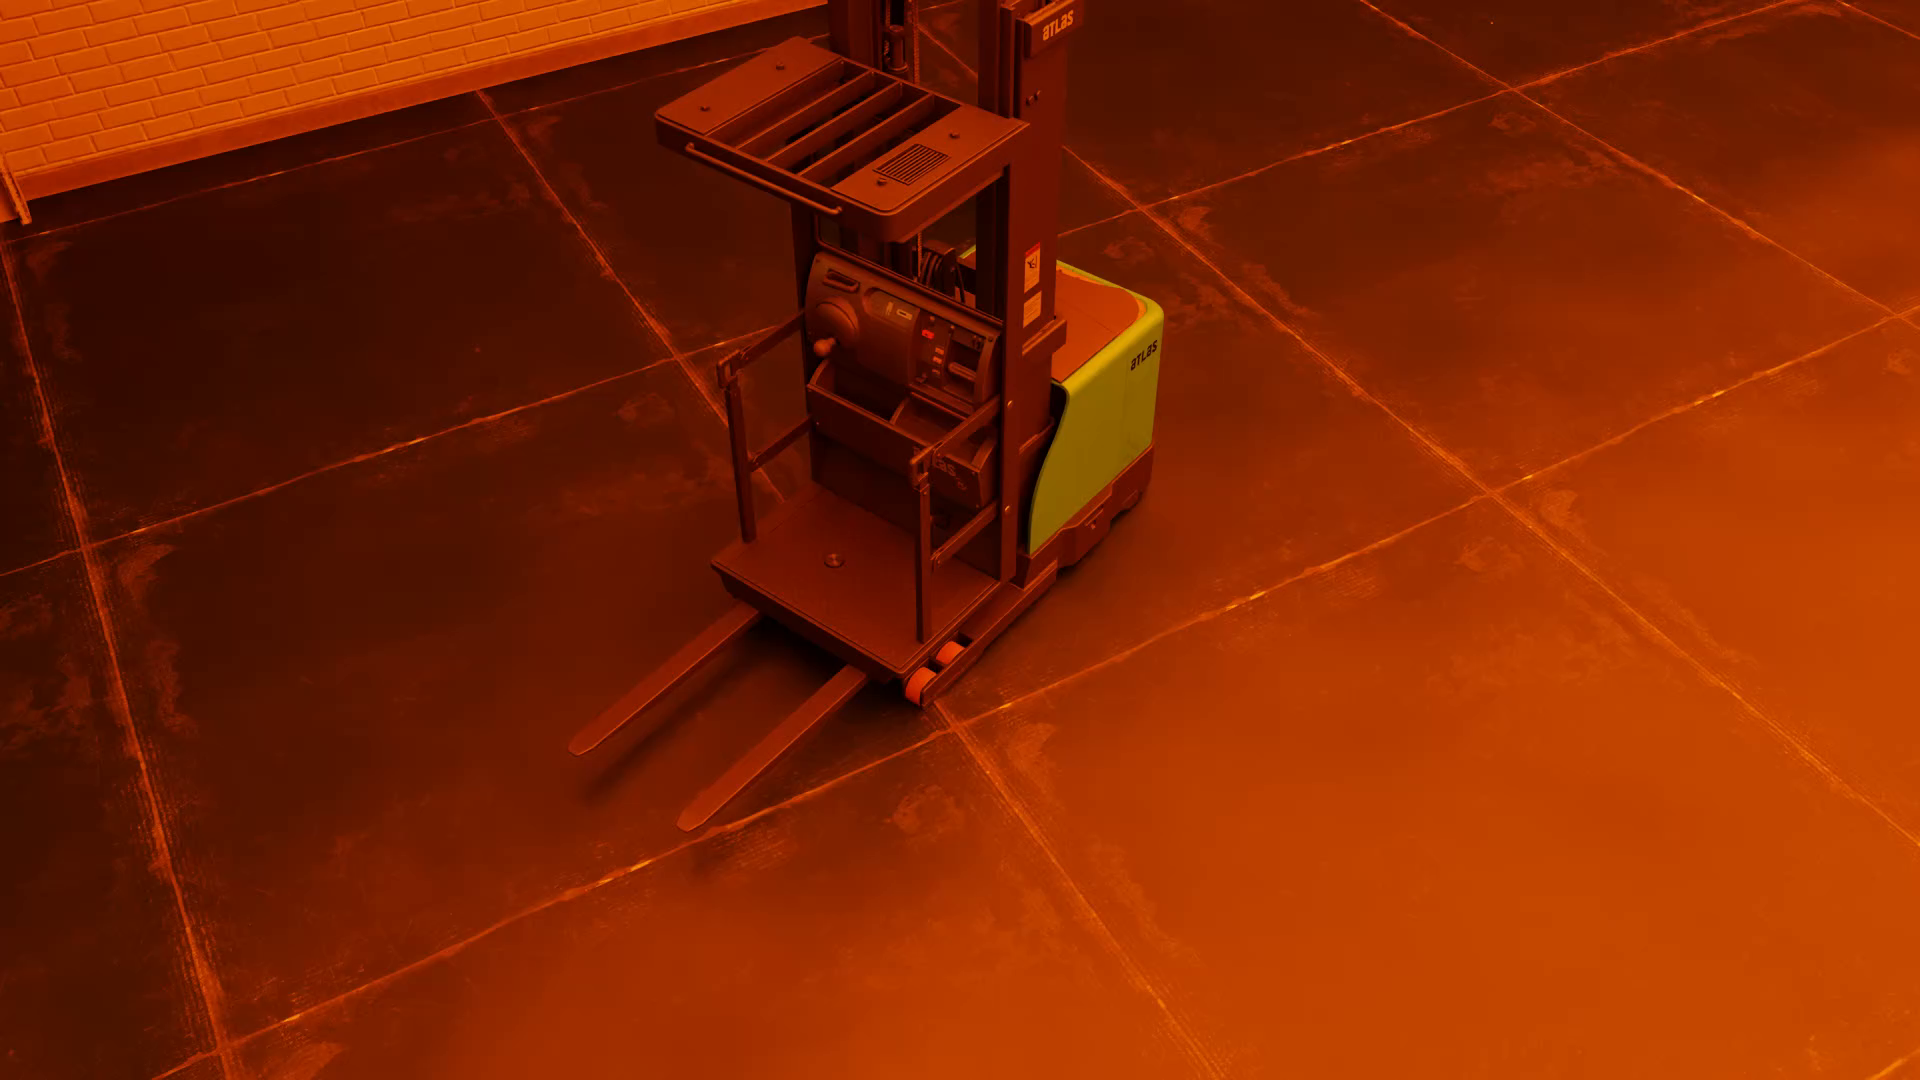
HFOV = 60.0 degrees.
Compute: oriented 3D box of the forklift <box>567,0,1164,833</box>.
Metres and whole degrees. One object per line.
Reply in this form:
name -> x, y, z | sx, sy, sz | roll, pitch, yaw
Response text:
forklift -> -0.375, -0.749, 6.505 | 1.130, 2.935, 3.031 | 28, 50, 27
